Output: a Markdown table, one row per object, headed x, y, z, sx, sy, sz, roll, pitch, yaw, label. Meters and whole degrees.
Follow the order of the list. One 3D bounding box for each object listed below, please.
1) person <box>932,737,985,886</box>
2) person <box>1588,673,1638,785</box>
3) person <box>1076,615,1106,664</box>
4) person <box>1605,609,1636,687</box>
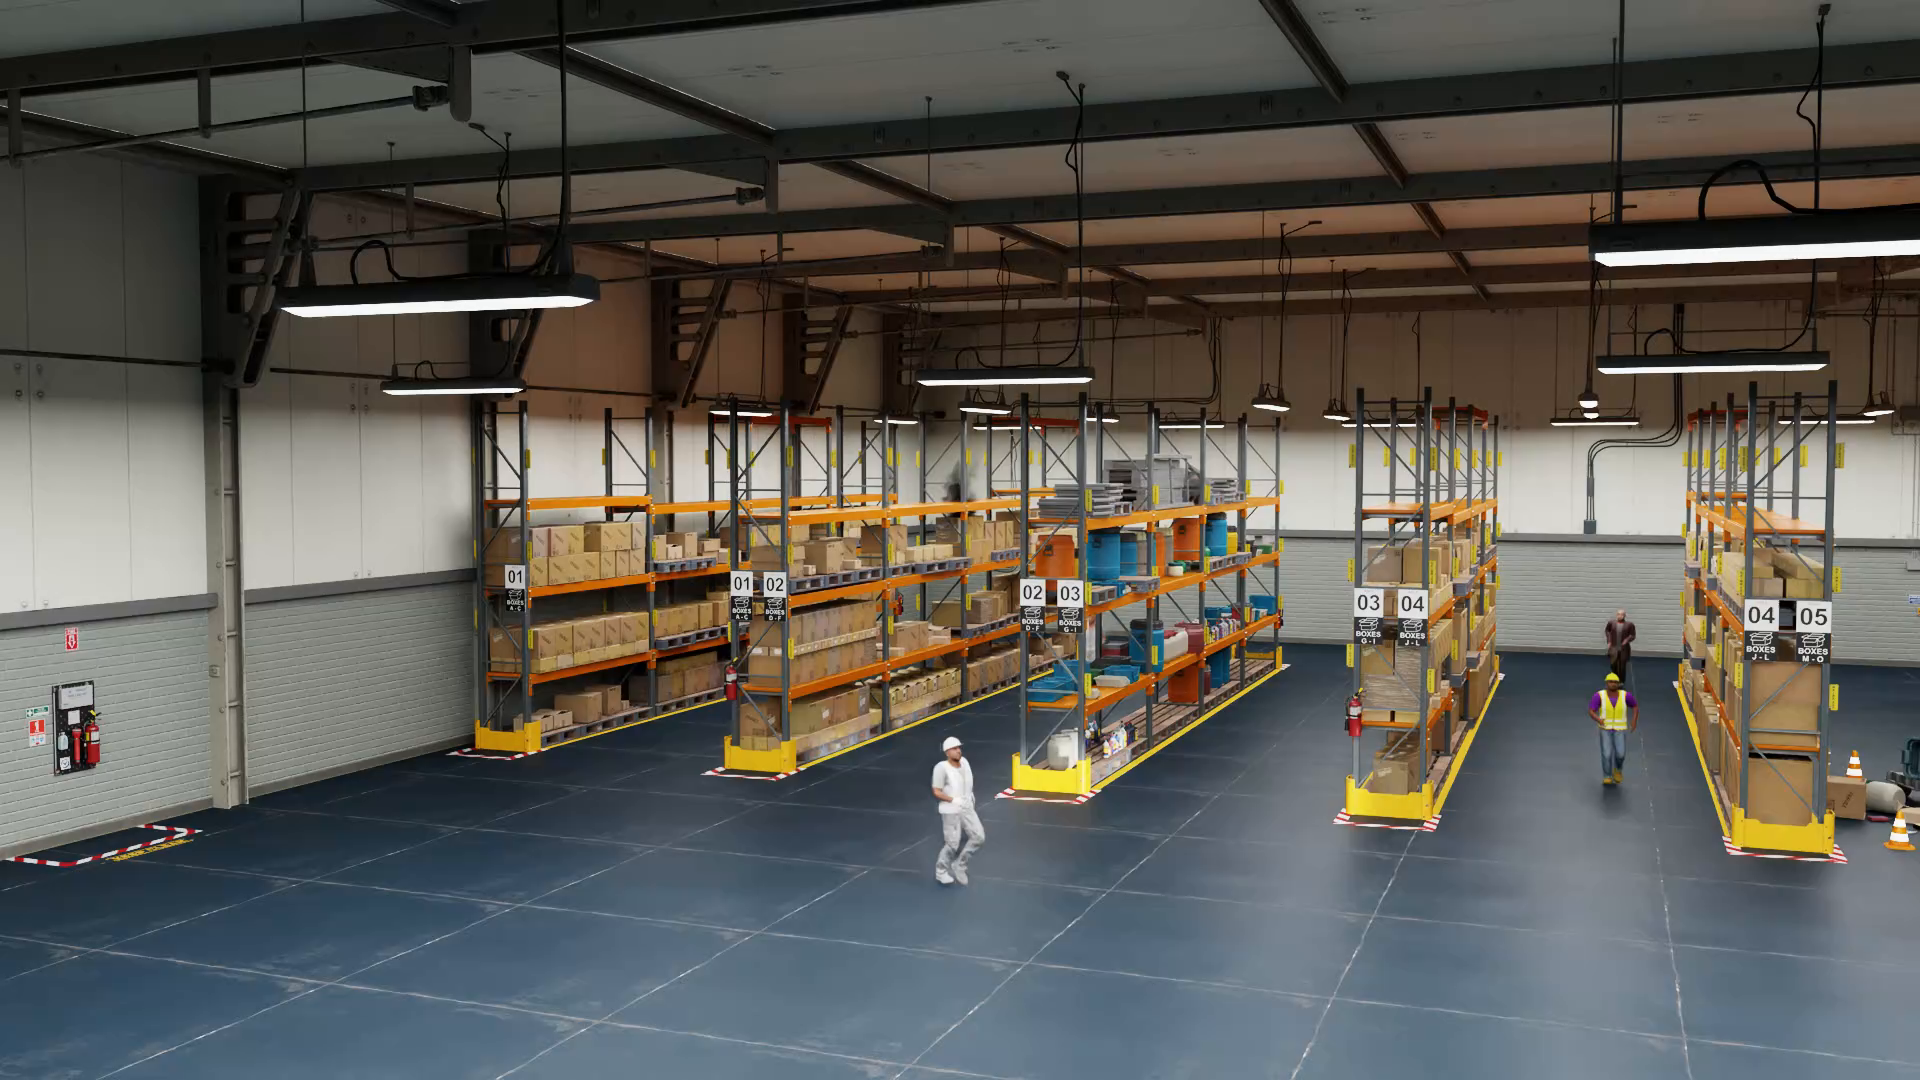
| x | y | z | sx | sy | sz | roll | pitch | yaw | label |
| --- | --- | --- | --- | --- | --- | --- | --- | --- | --- |
| -0.016 | 3.177 | 19.462 | 0.695 | 1.752 | 0.654 | -3 | 4 | -43 | person |
| 9.988 | 2.893 | 25.397 | 0.733 | 1.720 | 0.582 | 1 | 3 | 15 | person |
| 2.825 | 2.398 | 35.824 | 0.646 | 1.741 | 0.603 | 0 | 3 | 7 | person |
| 14.321 | 2.381 | 36.075 | 0.615 | 1.766 | 0.851 | 1 | 3 | 21 | person |
